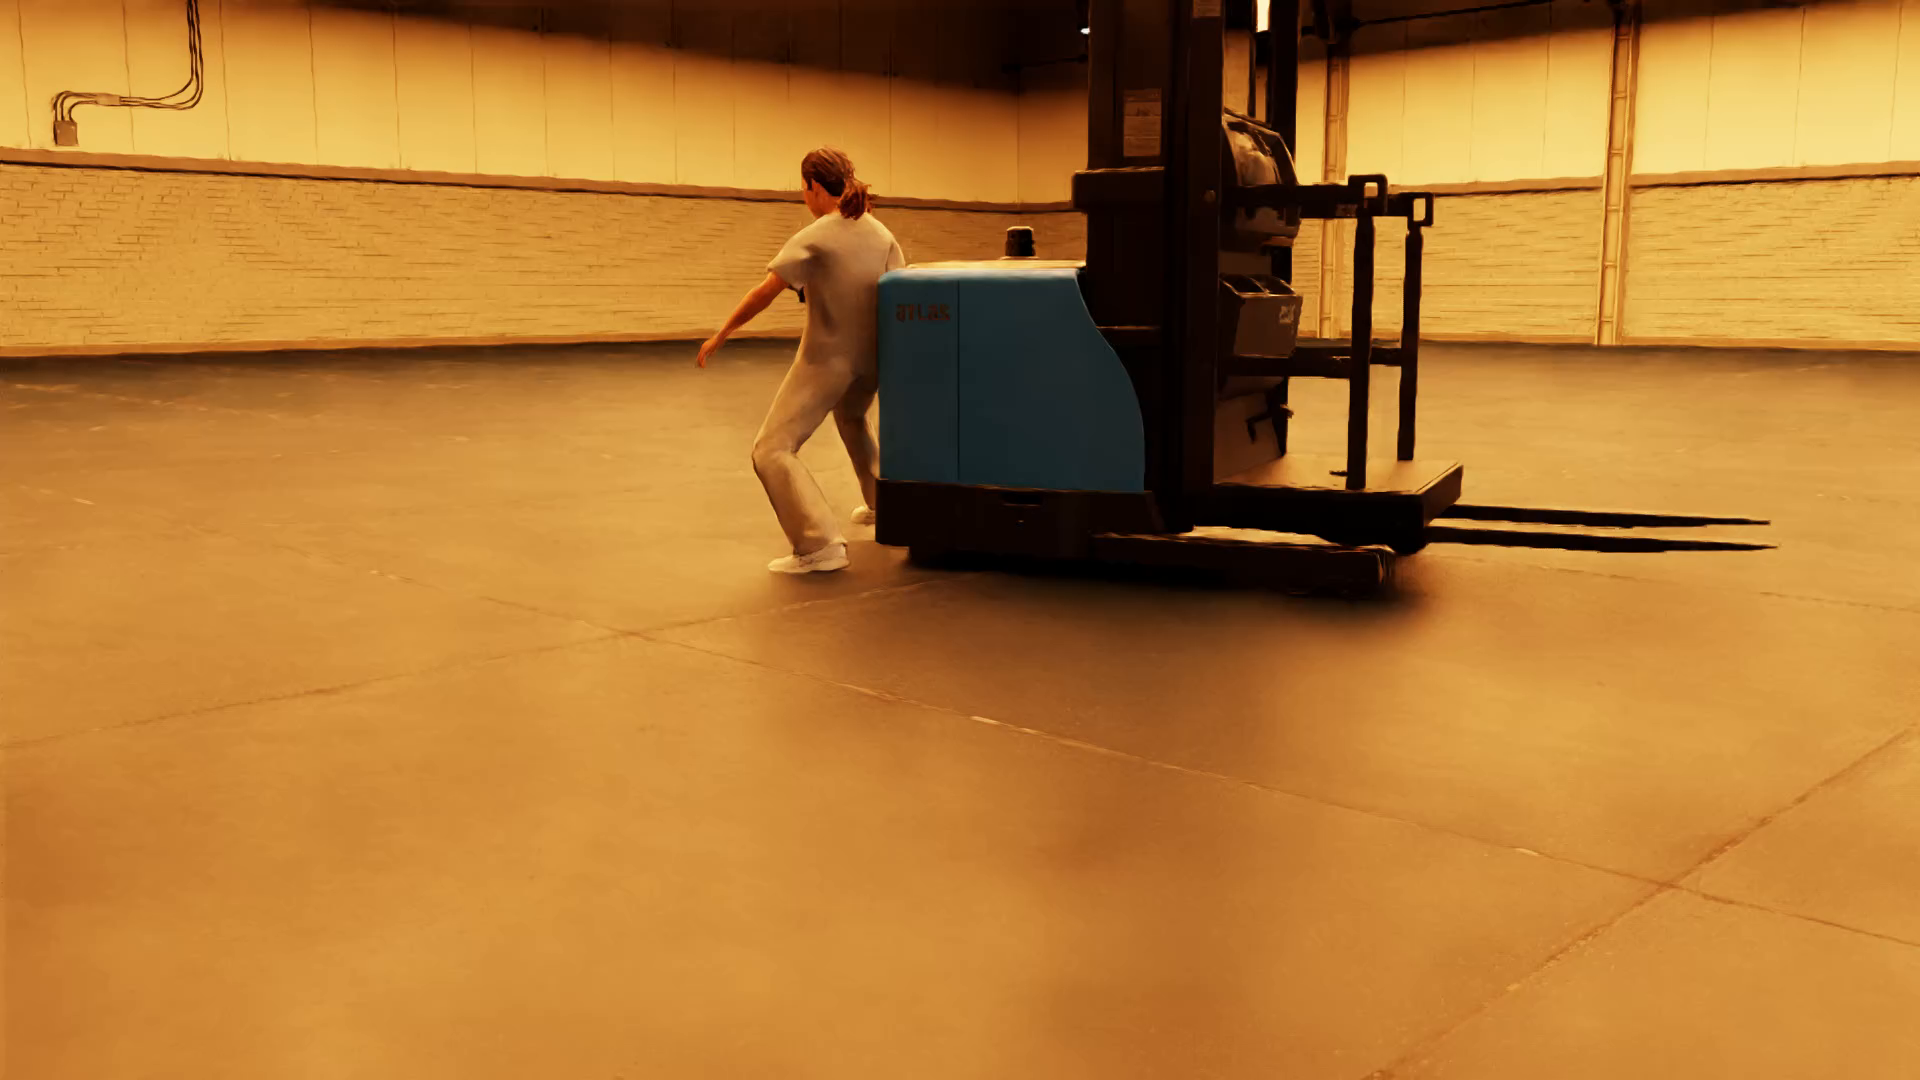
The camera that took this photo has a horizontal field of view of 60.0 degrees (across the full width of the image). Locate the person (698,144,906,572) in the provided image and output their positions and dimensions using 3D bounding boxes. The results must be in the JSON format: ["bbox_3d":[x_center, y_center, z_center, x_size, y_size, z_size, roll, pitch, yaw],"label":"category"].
[{"bbox_3d":[-0.496,-0.685,6.212,0.860,1.550,0.687,-7,11,-40],"label":"person"}]

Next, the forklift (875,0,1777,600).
[{"bbox_3d":[1.248,-1.345,5.804,3.031,2.935,1.130,4,9,24],"label":"forklift"}]
